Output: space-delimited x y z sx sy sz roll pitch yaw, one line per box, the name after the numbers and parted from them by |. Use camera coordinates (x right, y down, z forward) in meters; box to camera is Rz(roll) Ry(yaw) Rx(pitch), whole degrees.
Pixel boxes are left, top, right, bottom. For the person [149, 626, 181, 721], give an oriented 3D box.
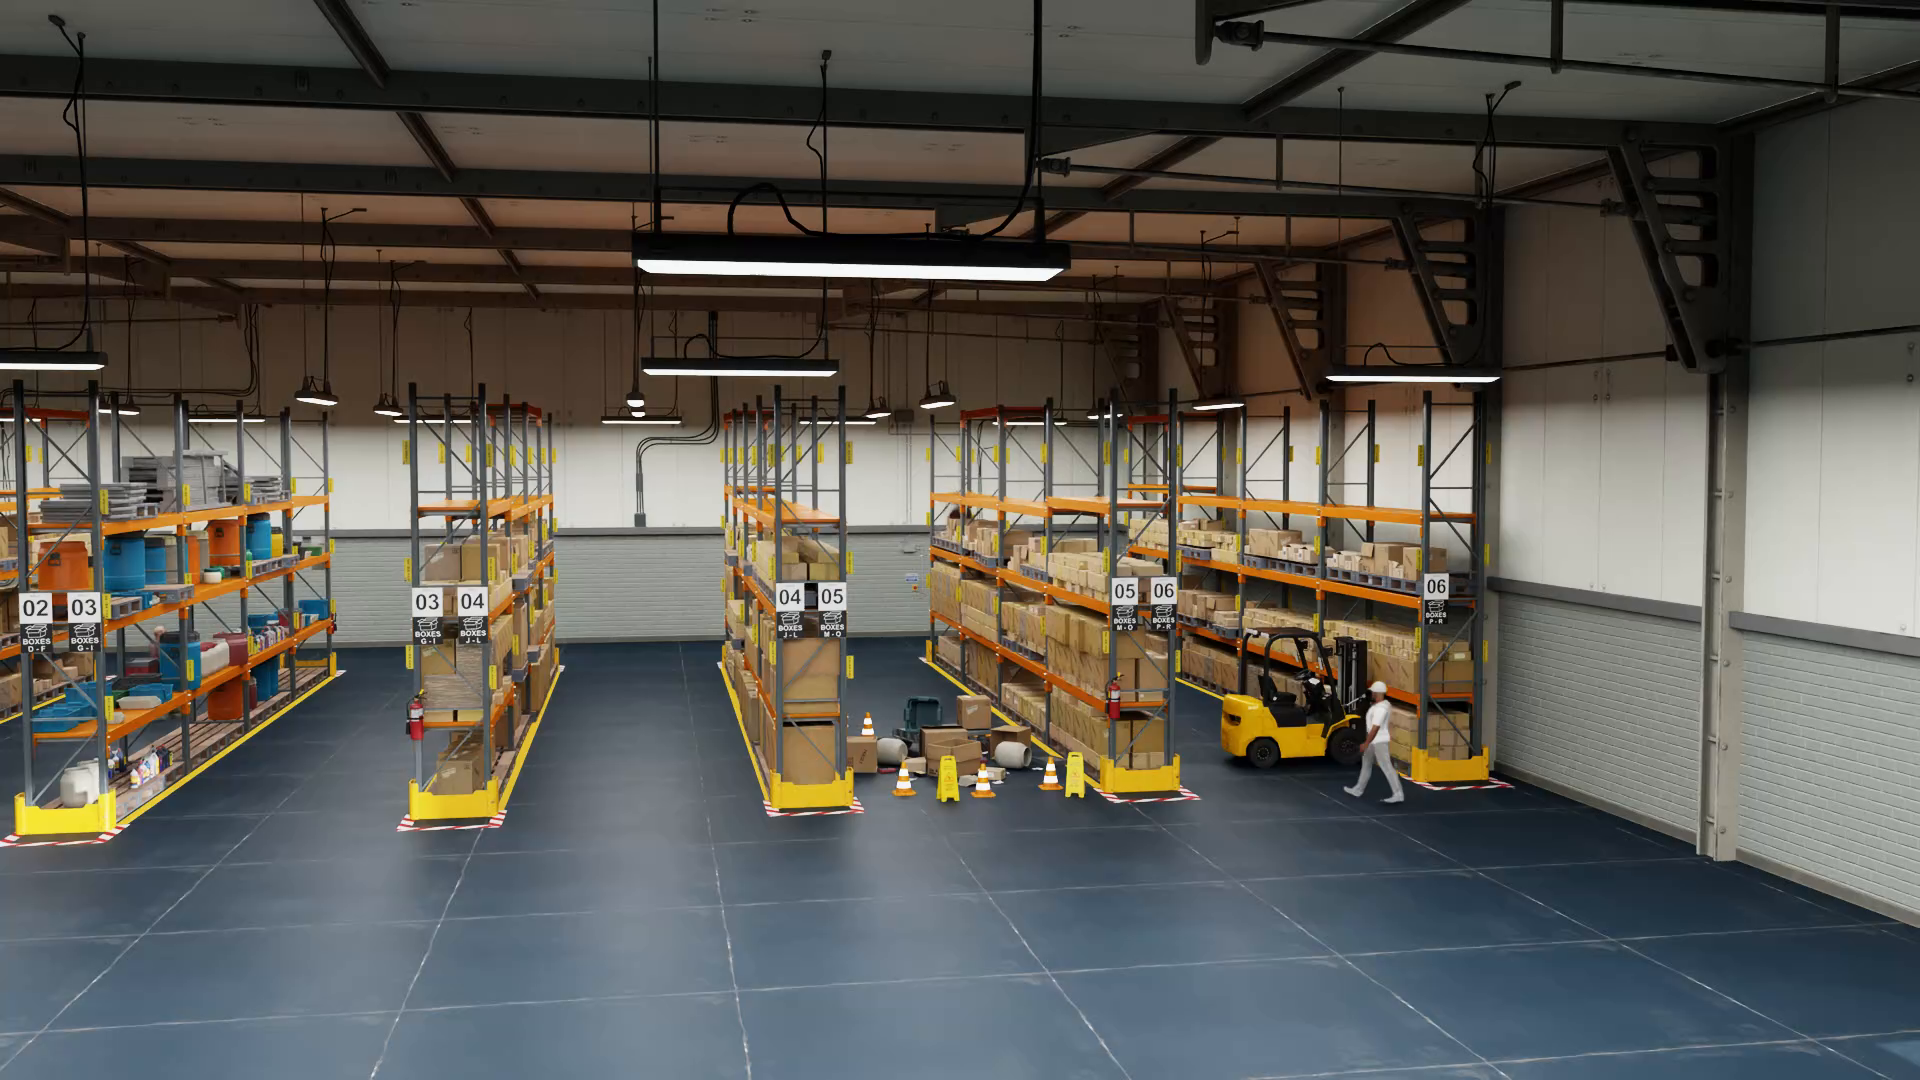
-15.062 2.525 31.462 0.500 1.784 0.641 1 3 19 | person

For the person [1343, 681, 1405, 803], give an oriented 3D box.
6.006 2.910 24.101 0.835 1.741 0.664 0 3 10 | person
